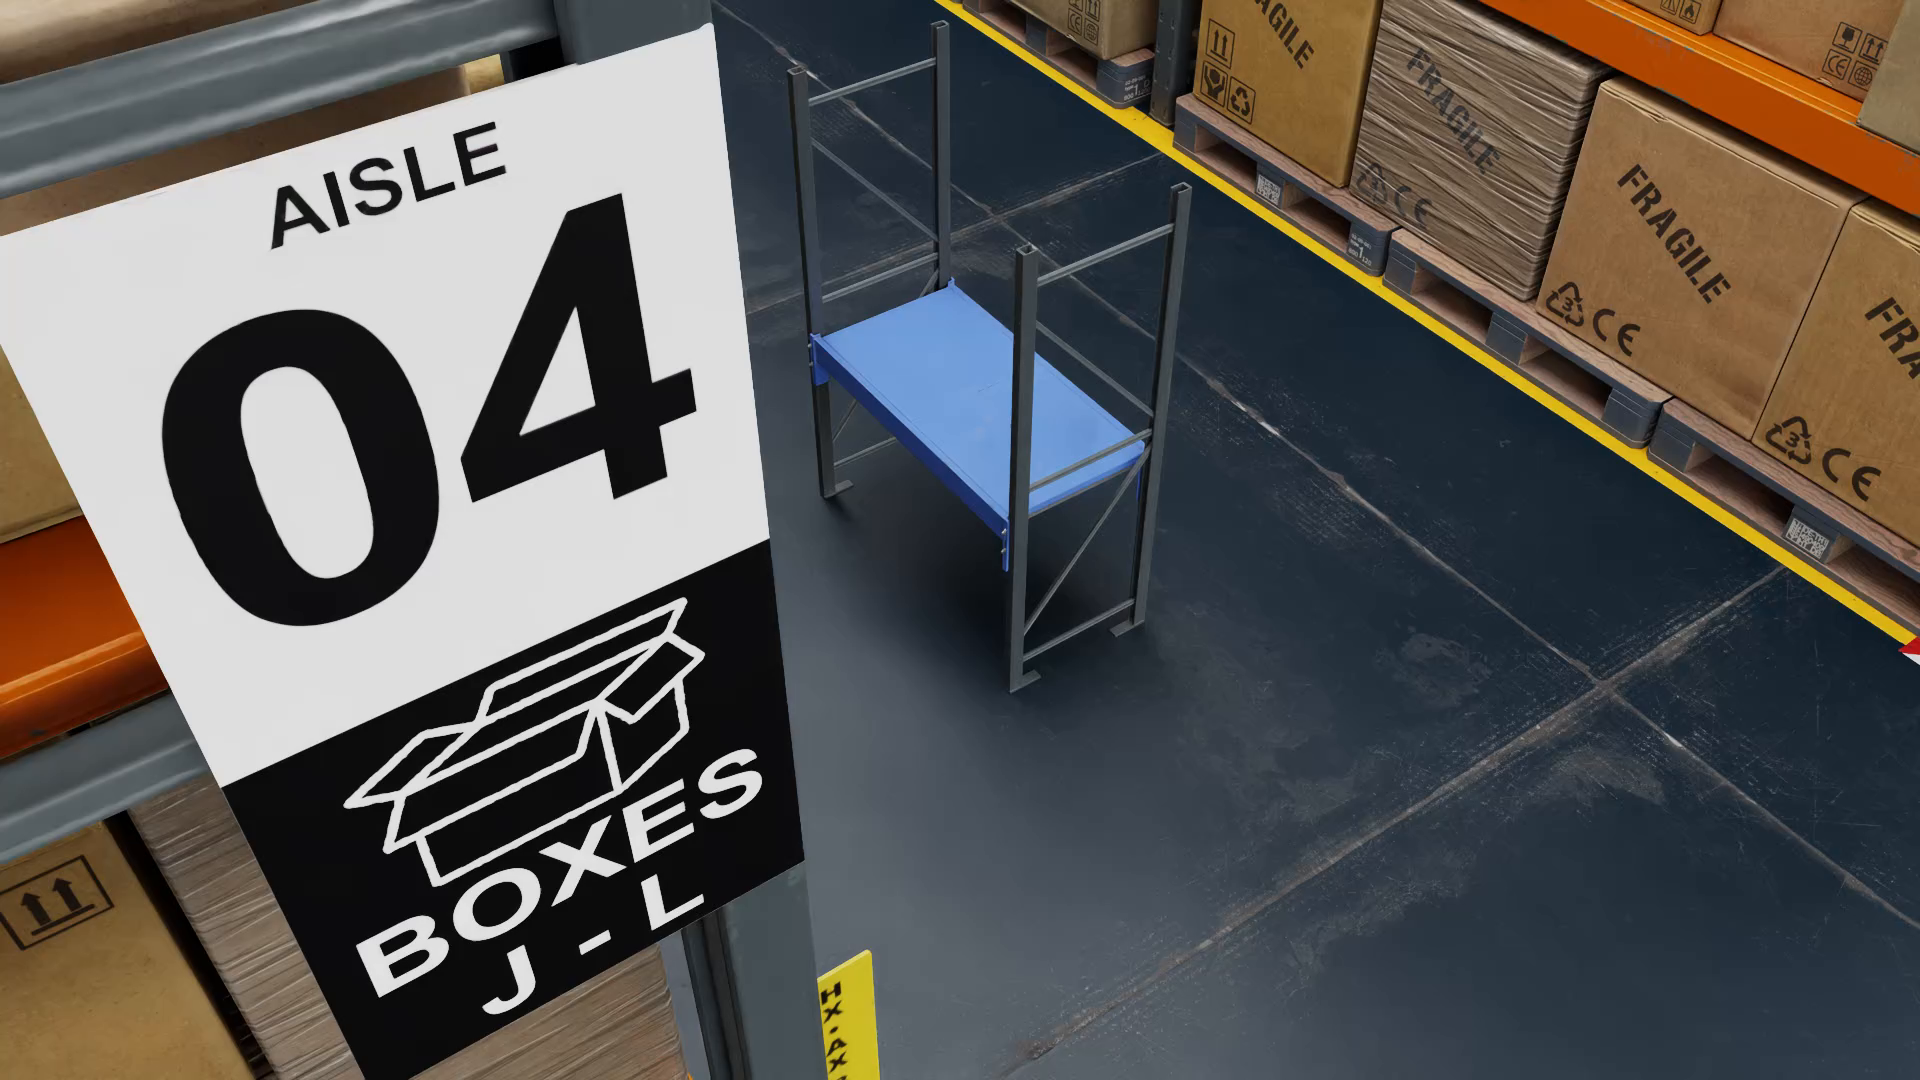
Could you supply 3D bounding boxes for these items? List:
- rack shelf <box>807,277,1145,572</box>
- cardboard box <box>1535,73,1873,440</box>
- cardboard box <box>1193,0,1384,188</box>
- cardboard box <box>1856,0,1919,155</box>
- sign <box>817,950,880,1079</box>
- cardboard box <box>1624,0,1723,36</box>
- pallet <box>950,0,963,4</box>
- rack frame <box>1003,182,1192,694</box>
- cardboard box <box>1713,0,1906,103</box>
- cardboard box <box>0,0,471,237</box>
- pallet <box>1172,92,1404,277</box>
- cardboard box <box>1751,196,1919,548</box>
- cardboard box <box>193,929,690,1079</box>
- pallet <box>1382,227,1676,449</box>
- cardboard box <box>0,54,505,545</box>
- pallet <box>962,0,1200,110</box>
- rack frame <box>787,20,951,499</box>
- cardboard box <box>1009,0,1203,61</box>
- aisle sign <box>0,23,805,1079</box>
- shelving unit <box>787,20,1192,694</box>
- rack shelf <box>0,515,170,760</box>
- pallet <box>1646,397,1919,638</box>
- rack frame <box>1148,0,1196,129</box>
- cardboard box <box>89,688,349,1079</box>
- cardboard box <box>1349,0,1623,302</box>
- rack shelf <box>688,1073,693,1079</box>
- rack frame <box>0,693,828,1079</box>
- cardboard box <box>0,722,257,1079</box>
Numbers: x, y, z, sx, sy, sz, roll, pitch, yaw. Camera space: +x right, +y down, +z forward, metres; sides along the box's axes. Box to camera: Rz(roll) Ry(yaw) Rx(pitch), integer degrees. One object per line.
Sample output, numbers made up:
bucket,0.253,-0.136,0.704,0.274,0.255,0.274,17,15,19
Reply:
rack shelf,0.049,-0.364,4.806,0.538,0.185,1.000,-26,49,-24
cardboard box,2.598,-1.042,5.404,0.875,0.875,0.875,-26,50,-25
cardboard box,1.559,-2.068,6.479,0.875,0.875,0.875,-25,49,-24
cardboard box,2.963,-1.353,4.386,0.875,0.550,0.550,-26,49,-24
sign,-0.136,0.571,1.852,0.100,0.325,0.005,-26,49,-24
cardboard box,2.408,-2.003,5.067,0.875,0.550,0.500,-26,49,-24
pallet,0.051,-3.159,8.406,1.003,0.211,1.213,-26,49,-24
rack frame,0.340,-0.206,4.380,0.500,1.500,0.032,-26,49,-24
cardboard box,2.745,-1.719,4.770,0.875,0.550,0.550,-26,49,-24
cardboard box,-0.549,-0.323,1.064,0.380,0.149,0.250,-26,49,-25
pallet,1.627,-1.598,6.772,1.003,0.211,1.213,-26,49,-24
cardboard box,3.103,-0.545,4.883,0.875,0.875,0.875,-25,49,-24
cardboard box,-0.873,0.633,2.127,0.875,0.500,0.500,-26,49,-24
pallet,2.329,-0.907,6.047,1.003,0.211,1.213,-26,49,-24
cardboard box,-0.645,-0.307,1.335,0.500,0.250,0.500,-24,49,-23
pallet,0.753,-2.467,7.682,1.003,0.211,1.213,-26,49,-24
rack frame,-0.242,-0.782,4.983,0.500,1.500,0.032,-26,49,-24
cardboard box,0.828,-2.723,7.255,1.050,0.750,0.750,-26,49,-25
aisle sign,-0.300,0.075,1.116,0.394,0.787,0.004,-26,49,-24
shelving unit,0.049,-0.494,4.682,0.538,1.500,1.048,-26,49,-24
rack shelf,-1.725,-0.859,2.326,1.077,0.370,4.000,-26,49,-24
pallet,3.023,-0.217,5.324,1.003,0.211,1.213,-26,49,-24
rack frame,1.256,-3.069,6.292,1.000,3.000,0.127,-26,49,-24
cardboard box,-0.672,0.174,1.883,0.500,0.500,0.500,-26,49,-24
cardboard box,2.078,-1.559,5.946,0.875,0.875,0.875,-25,49,-24
rack shelf,-1.725,0.226,3.362,1.077,0.370,4.000,-26,49,-24
rack frame,-0.581,1.099,1.927,1.000,3.000,0.127,-26,49,-24
cardboard box,-1.099,0.380,1.668,0.500,0.500,0.500,-26,49,-24
